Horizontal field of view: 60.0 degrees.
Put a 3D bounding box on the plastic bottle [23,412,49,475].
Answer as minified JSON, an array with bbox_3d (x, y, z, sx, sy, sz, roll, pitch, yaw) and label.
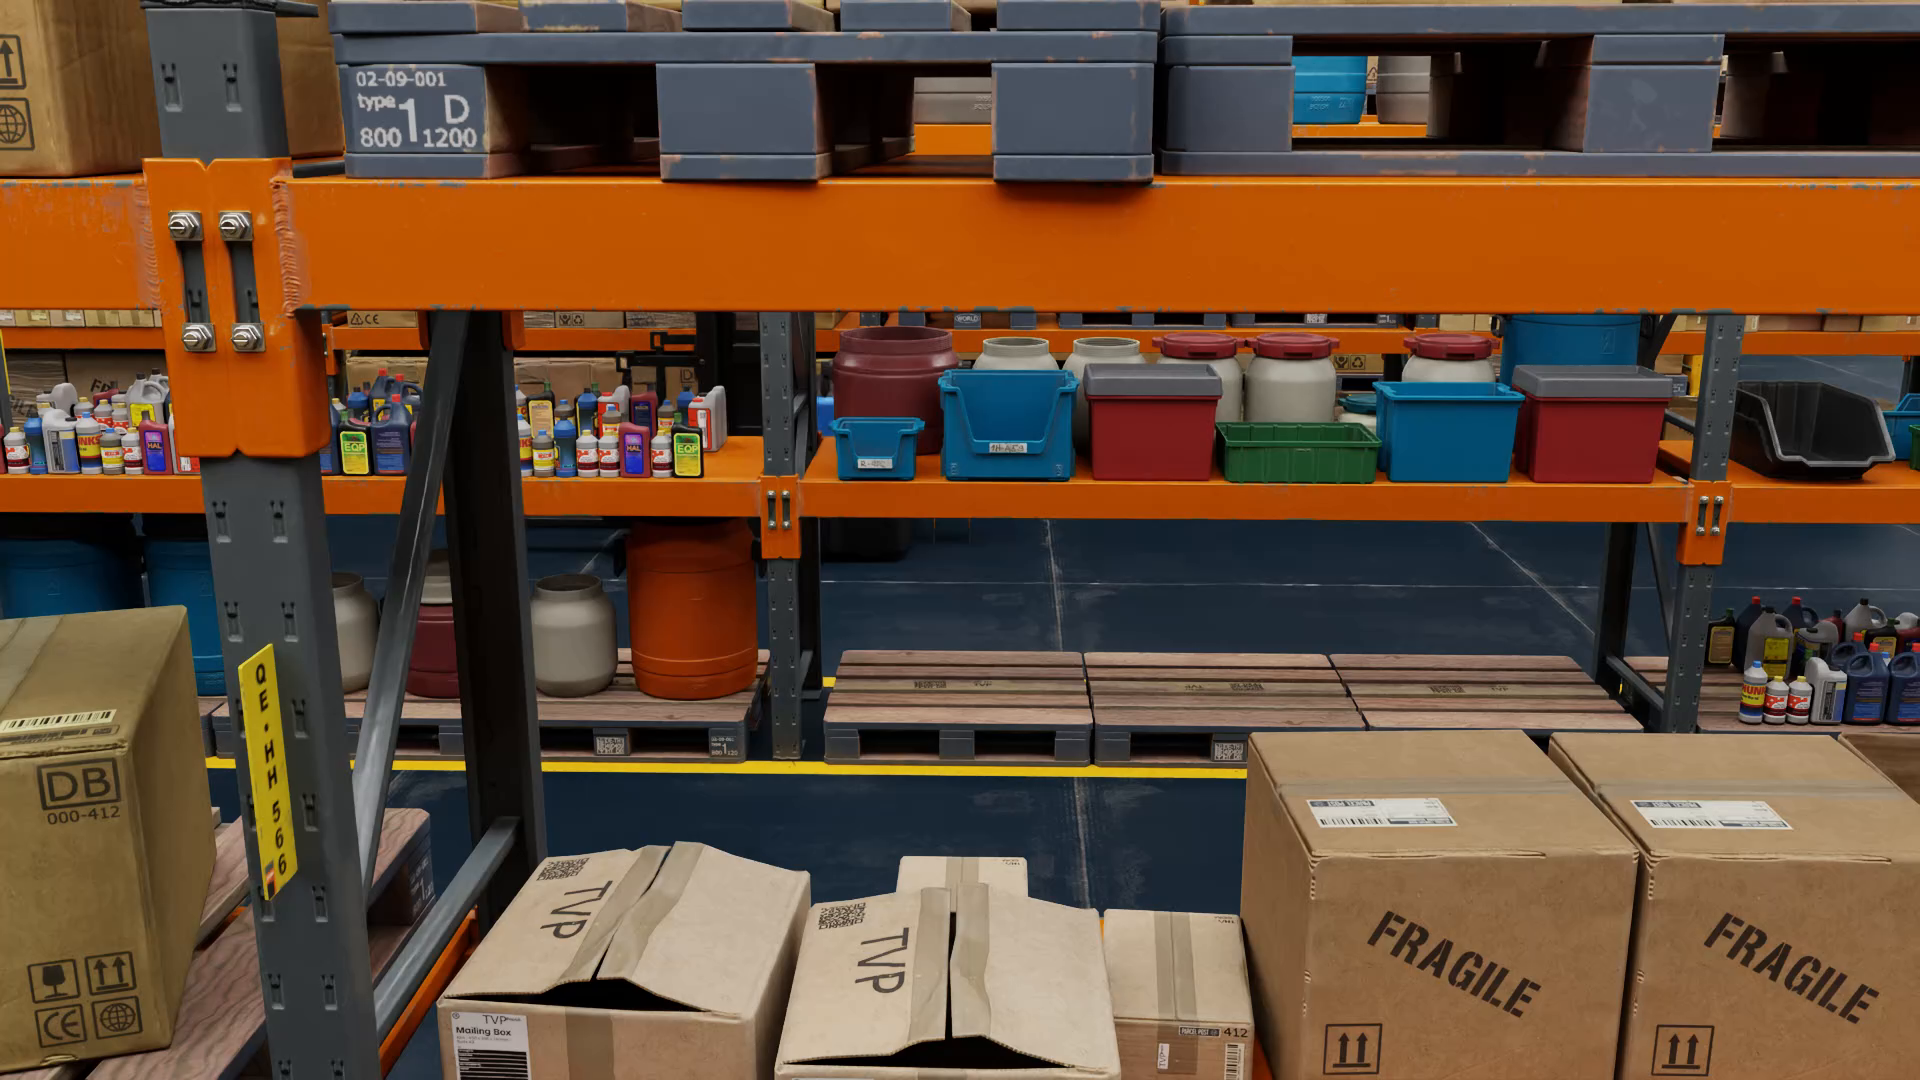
[{"bbox_3d":[-4.070,-0.430,7.342,0.097,0.271,0.097,0,15,0],"label":"plastic bottle"}]

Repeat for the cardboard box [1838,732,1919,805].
[{"bbox_3d":[1.801,0.653,2.788,0.500,0.500,0.500,1,15,5],"label":"cardboard box"}]

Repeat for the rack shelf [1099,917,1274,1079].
[{"bbox_3d":[1.096,1.049,2.894,4.000,0.370,1.077,0,15,1],"label":"rack shelf"}]

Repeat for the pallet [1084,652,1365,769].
[{"bbox_3d":[1.216,0.797,7.906,1.213,0.211,1.003,0,15,1],"label":"pallet"}]

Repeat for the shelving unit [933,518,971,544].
[{"bbox_3d":[-0.053,-0.508,11.207,0.252,1.050,0.215,0,15,1],"label":"shelving unit"}]

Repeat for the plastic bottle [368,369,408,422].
[{"bbox_3d":[-2.744,-0.648,8.011,0.185,0.351,0.144,0,15,1],"label":"plastic bottle"}]

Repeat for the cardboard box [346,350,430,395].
[{"bbox_3d":[-4.005,-1.041,12.747,0.875,0.875,1.225,0,15,2],"label":"cardboard box"}]

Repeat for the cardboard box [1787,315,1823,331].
[{"bbox_3d":[6.061,-1.622,12.099,0.250,0.149,0.380,0,15,1],"label":"cardboard box"}]

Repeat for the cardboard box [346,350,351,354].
[{"bbox_3d":[-6.317,-2.056,17.437,0.250,0.149,0.380,1,15,4],"label":"cardboard box"}]

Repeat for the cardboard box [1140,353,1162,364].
[{"bbox_3d":[1.992,-2.180,17.309,0.750,0.750,1.050,0,15,1],"label":"cardboard box"}]

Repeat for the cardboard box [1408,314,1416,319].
[{"bbox_3d":[3.574,-1.764,12.639,0.250,0.149,0.380,0,15,1],"label":"cardboard box"}]

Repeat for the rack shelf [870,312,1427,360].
[{"bbox_3d":[1.352,-1.477,12.469,4.000,0.370,1.077,0,15,1],"label":"rack shelf"}]

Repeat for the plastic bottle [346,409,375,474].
[{"bbox_3d":[-2.648,-0.437,7.347,0.133,0.283,0.061,0,15,1],"label":"plastic bottle"}]

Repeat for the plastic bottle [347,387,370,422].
[{"bbox_3d":[-2.886,-0.601,7.988,0.097,0.271,0.097,0,15,0],"label":"plastic bottle"}]

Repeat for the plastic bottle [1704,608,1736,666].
[{"bbox_3d":[3.714,0.471,8.138,0.133,0.283,0.061,1,15,4],"label":"plastic bottle"}]

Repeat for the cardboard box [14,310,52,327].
[{"bbox_3d":[-6.760,-1.673,12.292,0.250,0.149,0.380,0,15,0],"label":"cardboard box"}]

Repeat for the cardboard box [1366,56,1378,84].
[{"bbox_3d":[2.884,-3.544,11.986,0.637,0.503,0.797,0,15,-1],"label":"cardboard box"}]

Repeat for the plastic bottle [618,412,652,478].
[{"bbox_3d":[-1.420,-0.414,7.258,0.133,0.283,0.061,0,15,1],"label":"plastic bottle"}]

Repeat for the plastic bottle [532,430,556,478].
[{"bbox_3d":[-1.826,-0.382,7.296,0.097,0.201,0.097,0,15,0],"label":"plastic bottle"}]

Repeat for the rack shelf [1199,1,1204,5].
[{"bbox_3d":[1.605,-6.712,21.334,4.000,0.370,1.077,0,15,1],"label":"rack shelf"}]

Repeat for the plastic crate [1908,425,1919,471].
[{"bbox_3d":[4.575,-0.366,7.261,0.662,0.188,0.450,0,15,1],"label":"plastic crate"}]

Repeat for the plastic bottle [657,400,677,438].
[{"bbox_3d":[-1.410,-0.573,8.020,0.097,0.201,0.097,0,15,0],"label":"plastic bottle"}]

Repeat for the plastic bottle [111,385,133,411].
[{"bbox_3d":[-4.005,-0.619,8.048,0.135,0.276,0.152,0,15,1],"label":"plastic bottle"}]

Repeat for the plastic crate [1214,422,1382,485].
[{"bbox_3d":[1.477,-0.386,7.338,0.662,0.188,0.450,0,15,1],"label":"plastic crate"}]

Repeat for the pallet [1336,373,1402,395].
[{"bbox_3d":[4.338,-1.703,17.381,1.213,0.211,1.003,0,15,1],"label":"pallet"}]

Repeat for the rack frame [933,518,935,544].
[{"bbox_3d":[-0.175,-0.509,11.210,0.008,1.050,0.200,0,15,1],"label":"rack frame"}]

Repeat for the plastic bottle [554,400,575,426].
[{"bbox_3d":[-1.909,-0.576,8.032,0.097,0.201,0.097,0,15,0],"label":"plastic bottle"}]

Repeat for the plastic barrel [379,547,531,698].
[{"bbox_3d":[-2.392,0.382,7.917,0.708,0.588,0.600,0,15,1],"label":"plastic barrel"}]

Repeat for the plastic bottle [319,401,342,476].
[{"bbox_3d":[-2.808,-0.466,7.324,0.185,0.351,0.144,0,15,1],"label":"plastic bottle"}]

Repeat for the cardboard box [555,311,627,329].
[{"bbox_3d":[-2.673,-1.837,12.228,0.500,0.500,0.500,1,15,2],"label":"cardboard box"}]

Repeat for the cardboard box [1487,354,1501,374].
[{"bbox_3d":[5.108,-2.225,17.236,0.875,0.875,0.875,0,15,2],"label":"cardboard box"}]

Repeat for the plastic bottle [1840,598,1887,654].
[{"bbox_3d":[4.391,0.453,8.072,0.185,0.351,0.144,0,15,1],"label":"plastic bottle"}]

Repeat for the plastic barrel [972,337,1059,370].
[{"bbox_3d":[0.260,-0.677,7.806,0.421,0.512,0.421,0,15,0],"label":"plastic barrel"}]

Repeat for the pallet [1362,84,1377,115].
[{"bbox_3d":[2.737,-3.203,12.088,1.003,0.211,1.213,0,15,1],"label":"pallet"}]

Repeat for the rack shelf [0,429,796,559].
[{"bbox_3d":[-2.773,-0.240,7.781,4.000,0.370,1.077,0,15,1],"label":"rack shelf"}]

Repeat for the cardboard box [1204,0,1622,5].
[{"bbox_3d":[0.647,-0.899,2.457,0.500,0.250,0.500,0,15,0],"label":"cardboard box"}]

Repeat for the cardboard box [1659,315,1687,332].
[{"bbox_3d":[5.059,-1.606,12.040,0.250,0.149,0.380,0,15,1],"label":"cardboard box"}]

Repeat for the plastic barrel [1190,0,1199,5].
[{"bbox_3d":[0.696,-2.168,6.956,0.708,0.830,0.600,0,15,1],"label":"plastic barrel"}]

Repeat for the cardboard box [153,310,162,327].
[{"bbox_3d":[-5.730,-1.666,12.268,0.250,0.149,0.380,1,15,2],"label":"cardboard box"}]

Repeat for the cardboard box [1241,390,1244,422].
[{"bbox_3d":[2.262,-0.834,12.657,0.500,0.500,0.700,0,15,1],"label":"cardboard box"}]

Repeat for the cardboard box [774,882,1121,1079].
[{"bbox_3d":[-0.015,0.786,2.654,0.500,0.311,0.500,0,15,1],"label":"cardboard box"}]

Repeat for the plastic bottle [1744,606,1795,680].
[{"bbox_3d":[3.873,0.487,7.946,0.185,0.351,0.144,0,15,1],"label":"plastic bottle"}]

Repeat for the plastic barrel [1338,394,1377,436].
[{"bbox_3d":[1.906,-0.530,7.739,0.301,0.262,0.301,0,15,0],"label":"plastic barrel"}]

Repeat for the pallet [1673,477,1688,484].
[{"bbox_3d":[5.247,-0.461,12.674,1.213,0.211,1.003,0,15,1],"label":"pallet"}]

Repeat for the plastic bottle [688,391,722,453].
[{"bbox_3d":[-1.202,-0.561,7.831,0.135,0.276,0.152,0,15,1],"label":"plastic bottle"}]

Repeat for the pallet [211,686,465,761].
[{"bbox_3d":[-2.779,0.770,8.007,1.213,0.211,1.003,0,15,1],"label":"pallet"}]

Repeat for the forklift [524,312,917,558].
[{"bbox_3d":[-1.832,-1.415,10.958,3.031,2.935,1.130,1,15,2],"label":"forklift"}]

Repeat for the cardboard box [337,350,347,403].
[{"bbox_3d":[-5.303,-1.065,12.837,0.875,0.875,0.875,0,15,1],"label":"cardboard box"}]

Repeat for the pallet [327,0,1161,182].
[{"bbox_3d":[-0.223,-0.689,2.563,1.003,0.211,1.213,1,15,4],"label":"pallet"}]

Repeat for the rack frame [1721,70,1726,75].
[{"bbox_3d":[3.225,-3.450,6.775,0.127,3.000,1.000,0,15,1],"label":"rack frame"}]

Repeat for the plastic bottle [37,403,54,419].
[{"bbox_3d":[-4.355,-0.553,7.945,0.097,0.201,0.097,0,15,0],"label":"plastic bottle"}]

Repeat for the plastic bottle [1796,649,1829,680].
[{"bbox_3d":[3.859,0.634,7.521,0.133,0.283,0.061,0,15,1],"label":"plastic bottle"}]

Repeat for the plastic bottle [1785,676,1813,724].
[{"bbox_3d":[3.736,0.707,7.405,0.097,0.201,0.097,0,15,0],"label":"plastic bottle"}]

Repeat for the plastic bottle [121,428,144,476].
[{"bbox_3d":[-3.644,-0.393,7.341,0.097,0.201,0.097,0,15,0],"label":"plastic bottle"}]
